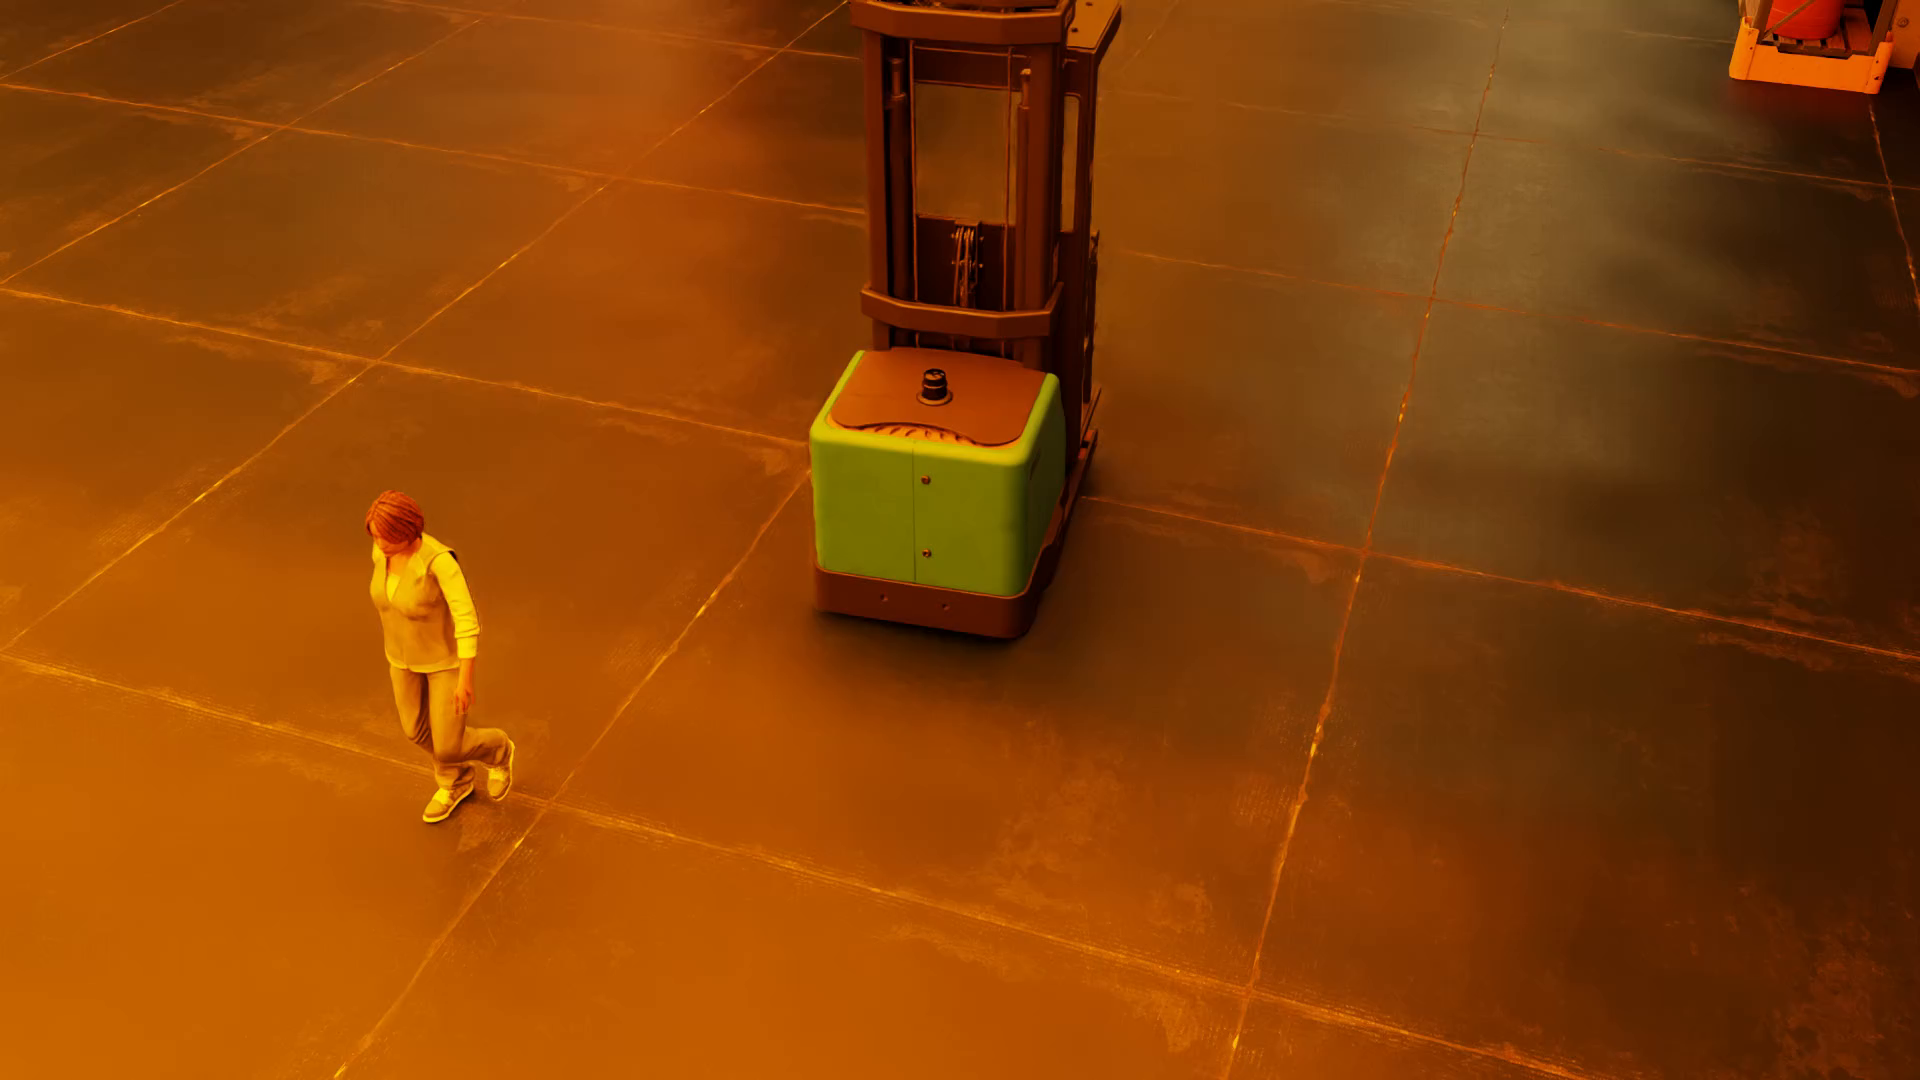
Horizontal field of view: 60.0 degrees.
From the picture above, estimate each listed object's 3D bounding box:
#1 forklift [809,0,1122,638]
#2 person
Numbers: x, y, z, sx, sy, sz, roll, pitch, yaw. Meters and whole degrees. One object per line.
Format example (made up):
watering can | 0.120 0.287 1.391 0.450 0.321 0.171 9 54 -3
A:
forklift | 0.148 -1.581 8.340 1.130 2.935 3.031 8 36 11
person | -2.097 0.478 6.612 0.582 1.577 0.433 15 38 20
